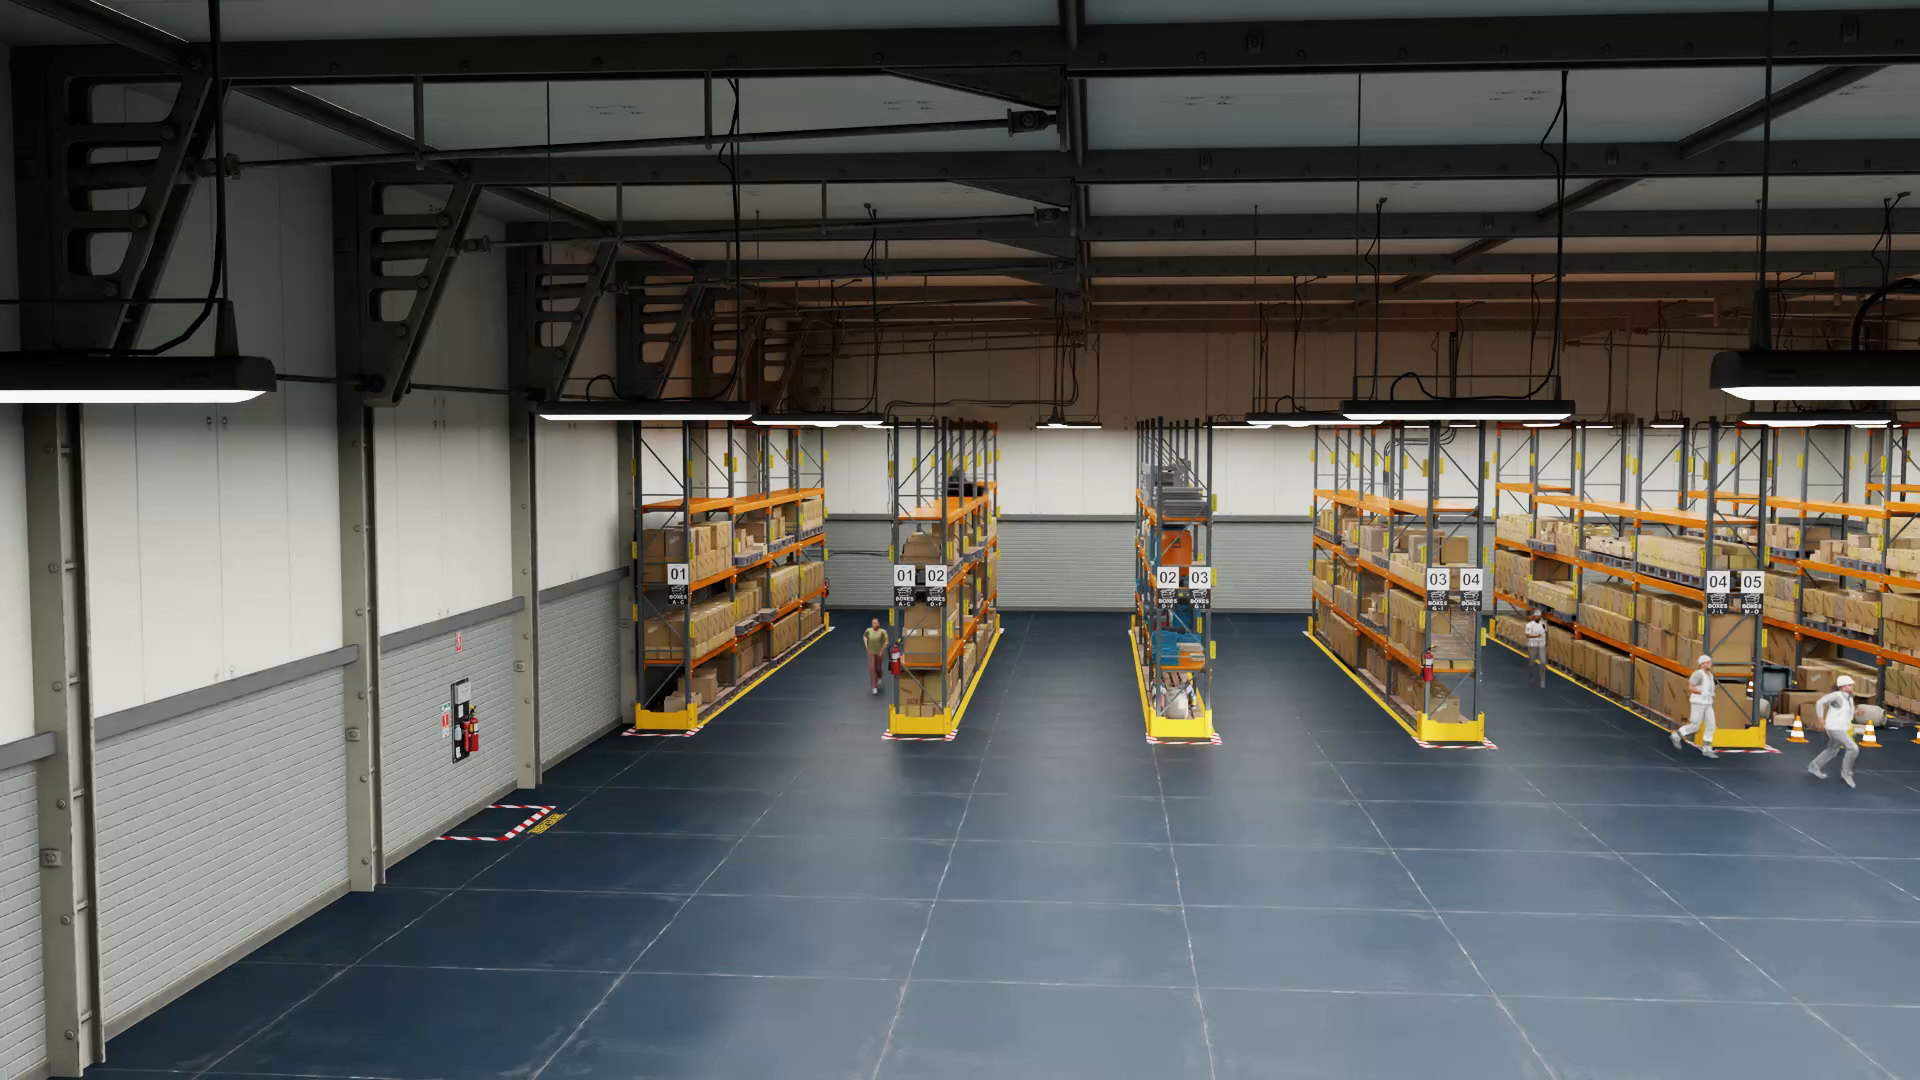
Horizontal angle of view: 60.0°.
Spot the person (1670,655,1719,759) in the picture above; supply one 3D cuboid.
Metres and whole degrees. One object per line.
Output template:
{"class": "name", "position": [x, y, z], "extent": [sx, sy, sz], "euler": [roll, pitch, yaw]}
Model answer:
{"class": "person", "position": [13.071, 2.918, 29.386], "extent": [0.666, 1.786, 0.889], "euler": [-2, 4, -32]}

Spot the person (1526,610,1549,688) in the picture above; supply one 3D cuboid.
{"class": "person", "position": [12.992, 2.432, 37.439], "extent": [0.543, 1.756, 0.774], "euler": [0, 4, 6]}

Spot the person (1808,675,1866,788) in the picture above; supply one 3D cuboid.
{"class": "person", "position": [14.218, 3.083, 26.976], "extent": [0.679, 1.809, 0.846], "euler": [-3, 5, -40]}

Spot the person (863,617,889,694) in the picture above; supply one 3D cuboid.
{"class": "person", "position": [-1.842, 2.503, 36.598], "extent": [0.582, 1.654, 0.962], "euler": [0, 4, 7]}
